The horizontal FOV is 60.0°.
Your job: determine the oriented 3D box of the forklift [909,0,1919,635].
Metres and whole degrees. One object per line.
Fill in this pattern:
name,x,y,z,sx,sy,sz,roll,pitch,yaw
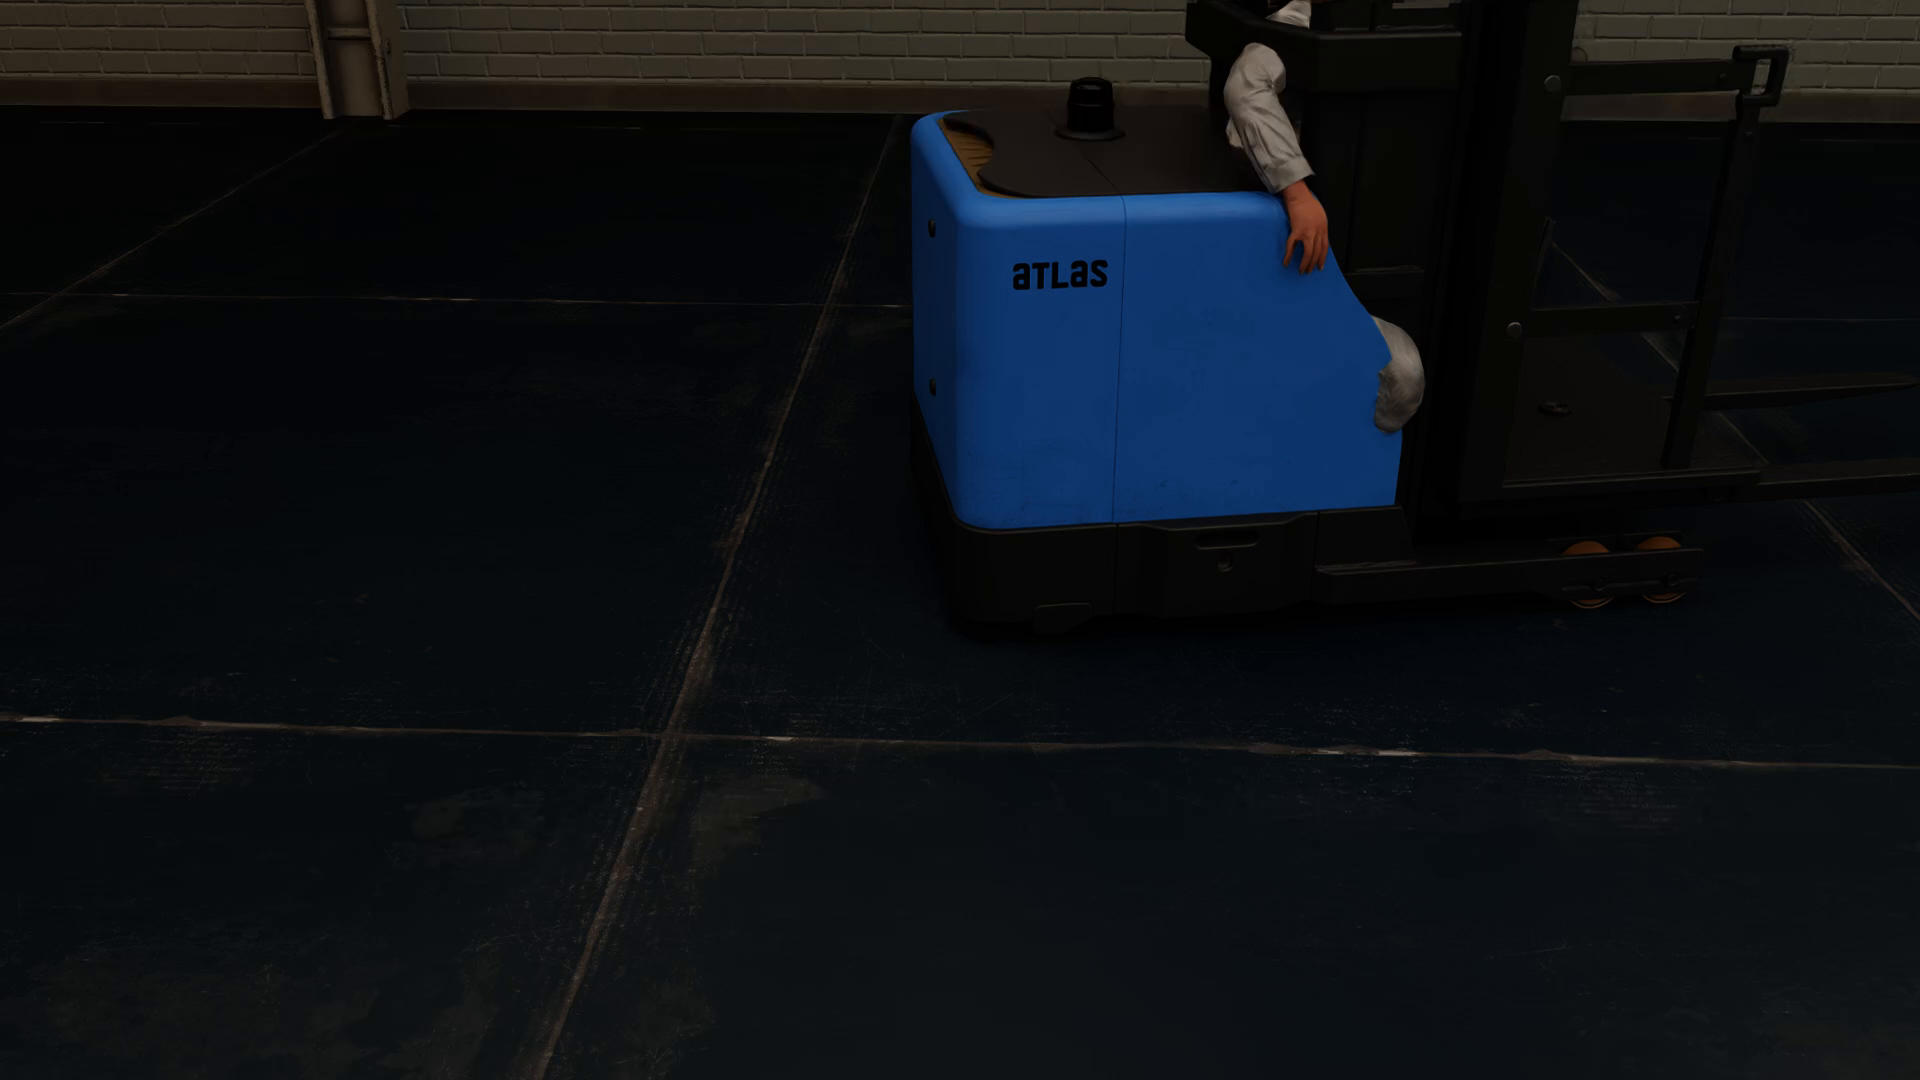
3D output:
forklift,1.417,-1.370,3.986,3.031,2.935,1.130,-4,26,-7

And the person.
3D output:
person,1.022,-0.727,4.018,0.815,1.587,1.019,17,31,31
